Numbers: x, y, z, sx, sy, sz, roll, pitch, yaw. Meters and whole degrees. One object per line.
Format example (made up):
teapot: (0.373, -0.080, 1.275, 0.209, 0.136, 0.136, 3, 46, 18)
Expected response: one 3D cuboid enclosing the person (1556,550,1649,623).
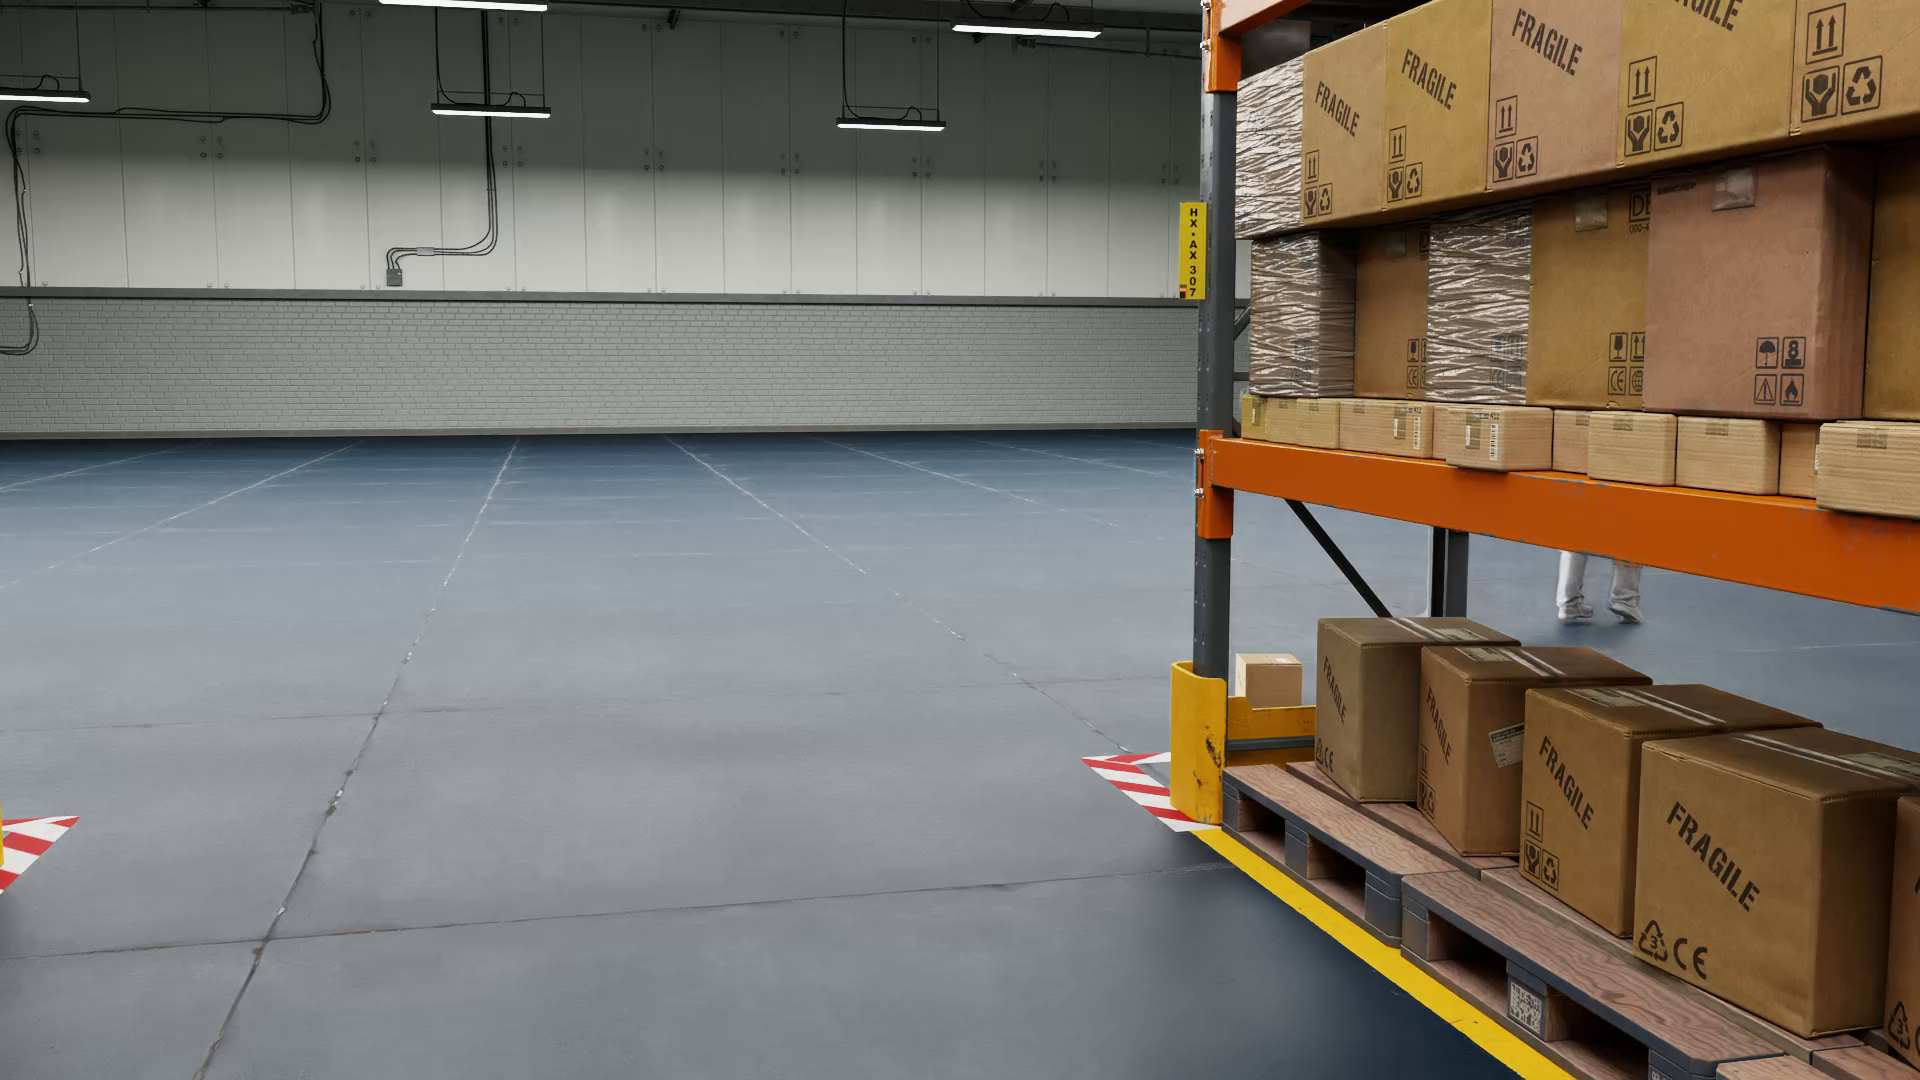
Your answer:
person: (3.843, -0.367, 9.941, 0.595, 1.841, 0.566, -5, 8, -41)
